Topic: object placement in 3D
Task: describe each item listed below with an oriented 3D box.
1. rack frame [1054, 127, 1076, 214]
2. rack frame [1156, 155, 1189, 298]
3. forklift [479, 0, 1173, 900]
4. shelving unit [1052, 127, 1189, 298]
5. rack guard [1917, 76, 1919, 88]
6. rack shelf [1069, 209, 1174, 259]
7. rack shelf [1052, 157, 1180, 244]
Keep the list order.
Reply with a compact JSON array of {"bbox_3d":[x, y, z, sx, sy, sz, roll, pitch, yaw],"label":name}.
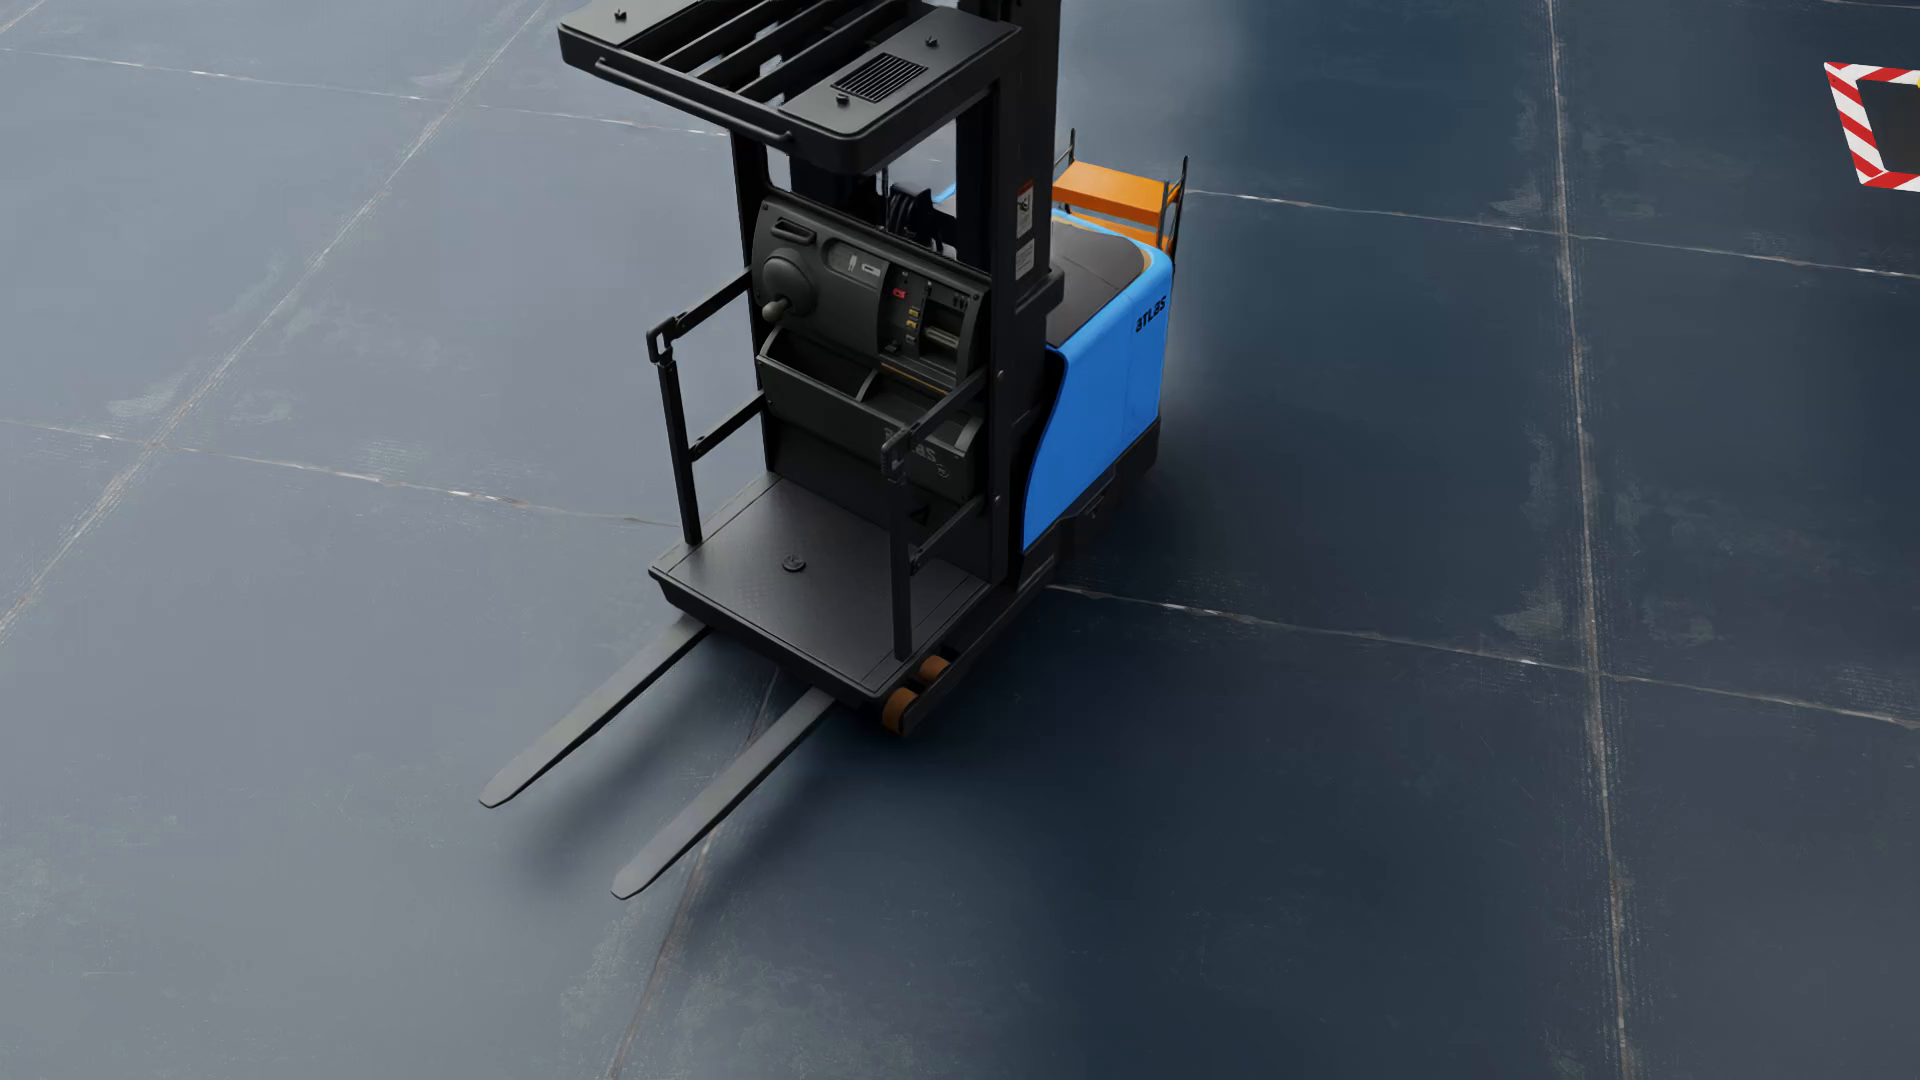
[{"bbox_3d":[0.396,-1.153,7.071,0.015,1.200,0.240,19,43,18],"label":"rack frame"},{"bbox_3d":[0.834,-1.004,6.916,0.015,1.200,0.240,19,43,18],"label":"rack frame"},{"bbox_3d":[-0.443,-0.743,5.408,1.130,2.935,3.031,27,50,25],"label":"forklift"},{"bbox_3d":[0.615,-1.079,6.994,0.503,1.200,0.258,19,43,18],"label":"shelving unit"},{"bbox_3d":[5.492,-2.399,8.881,0.348,0.500,1.175,9,45,9],"label":"rack guard"},{"bbox_3d":[0.619,-1.197,6.892,0.480,0.148,0.258,19,43,18],"label":"rack shelf"},{"bbox_3d":[0.626,-1.377,6.738,0.480,0.148,0.258,19,43,18],"label":"rack shelf"}]
